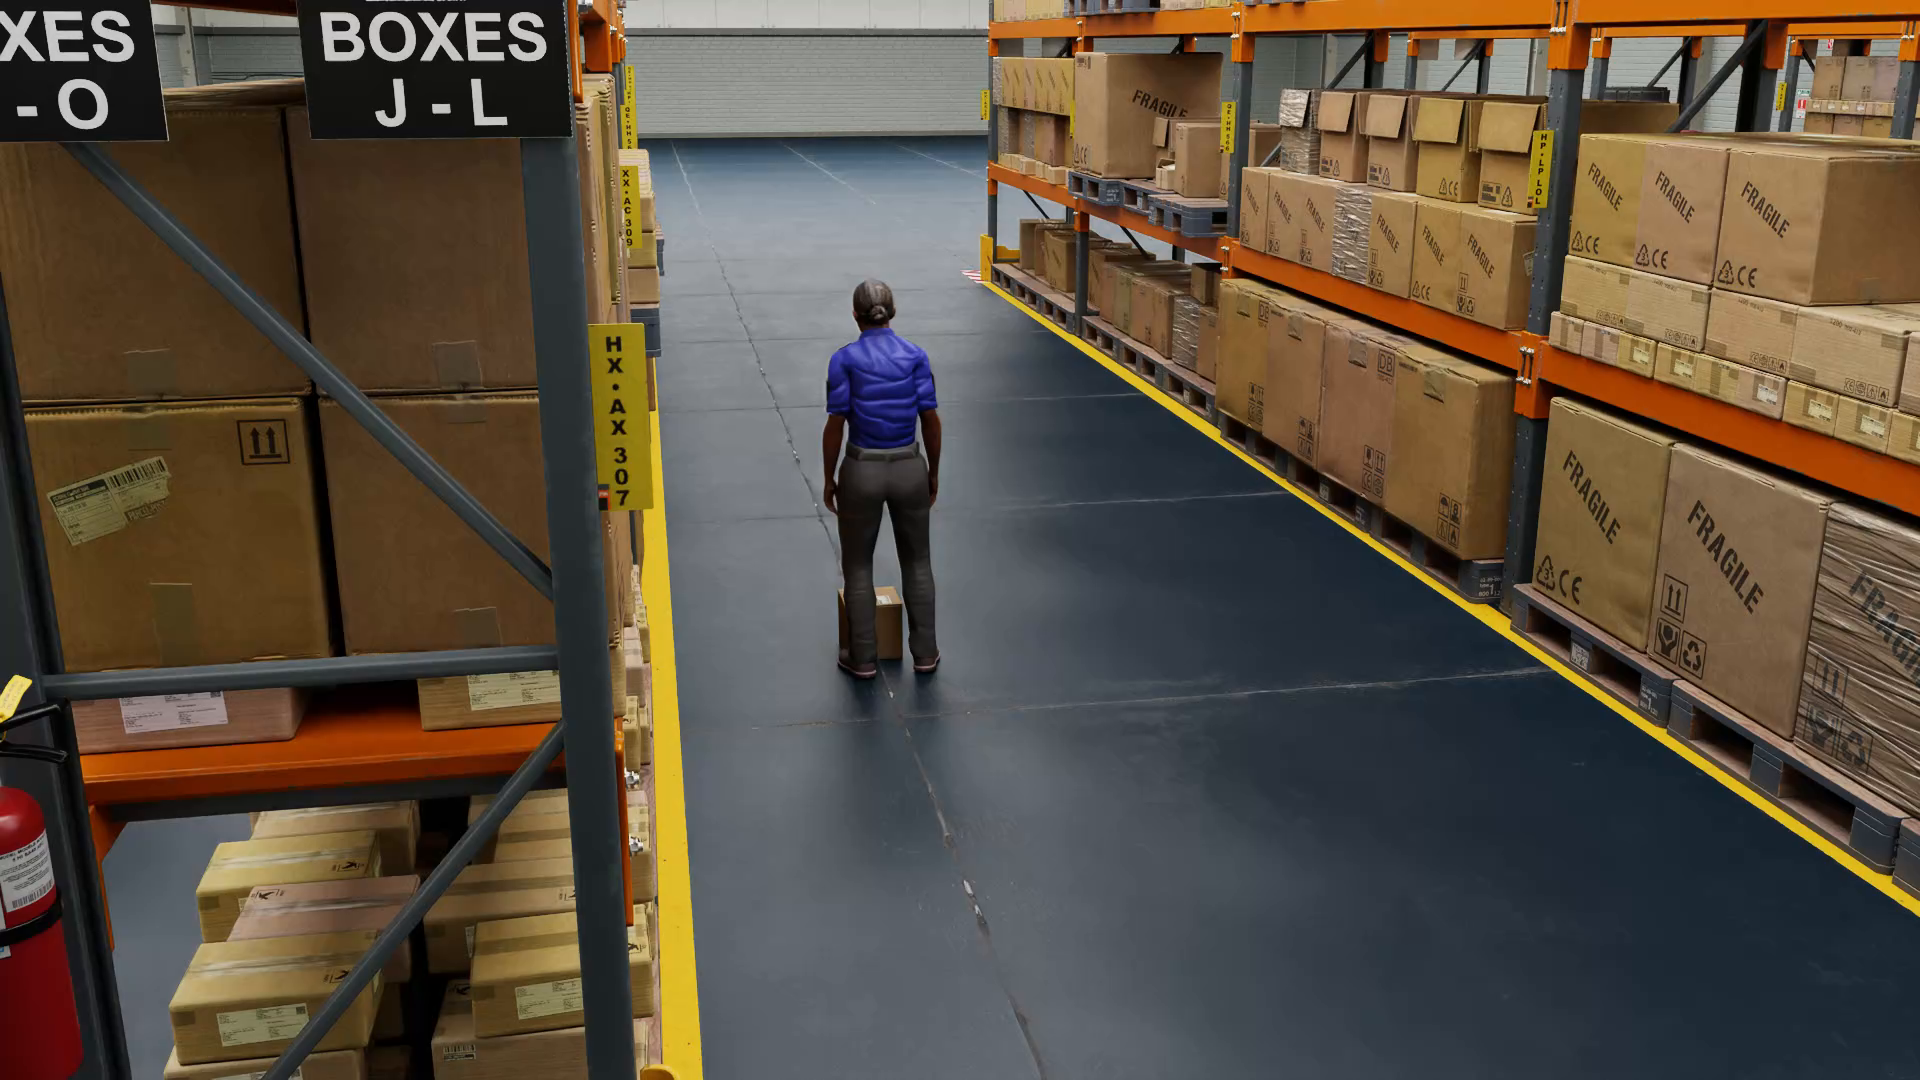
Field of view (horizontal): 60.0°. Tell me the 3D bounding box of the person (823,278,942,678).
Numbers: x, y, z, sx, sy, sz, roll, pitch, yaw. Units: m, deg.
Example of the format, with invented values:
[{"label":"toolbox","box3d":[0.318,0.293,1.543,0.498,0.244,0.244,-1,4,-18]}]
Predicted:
[{"label":"person","box3d":[-0.315,-0.245,6.874,0.507,1.655,0.349,-4,17,-12]}]
